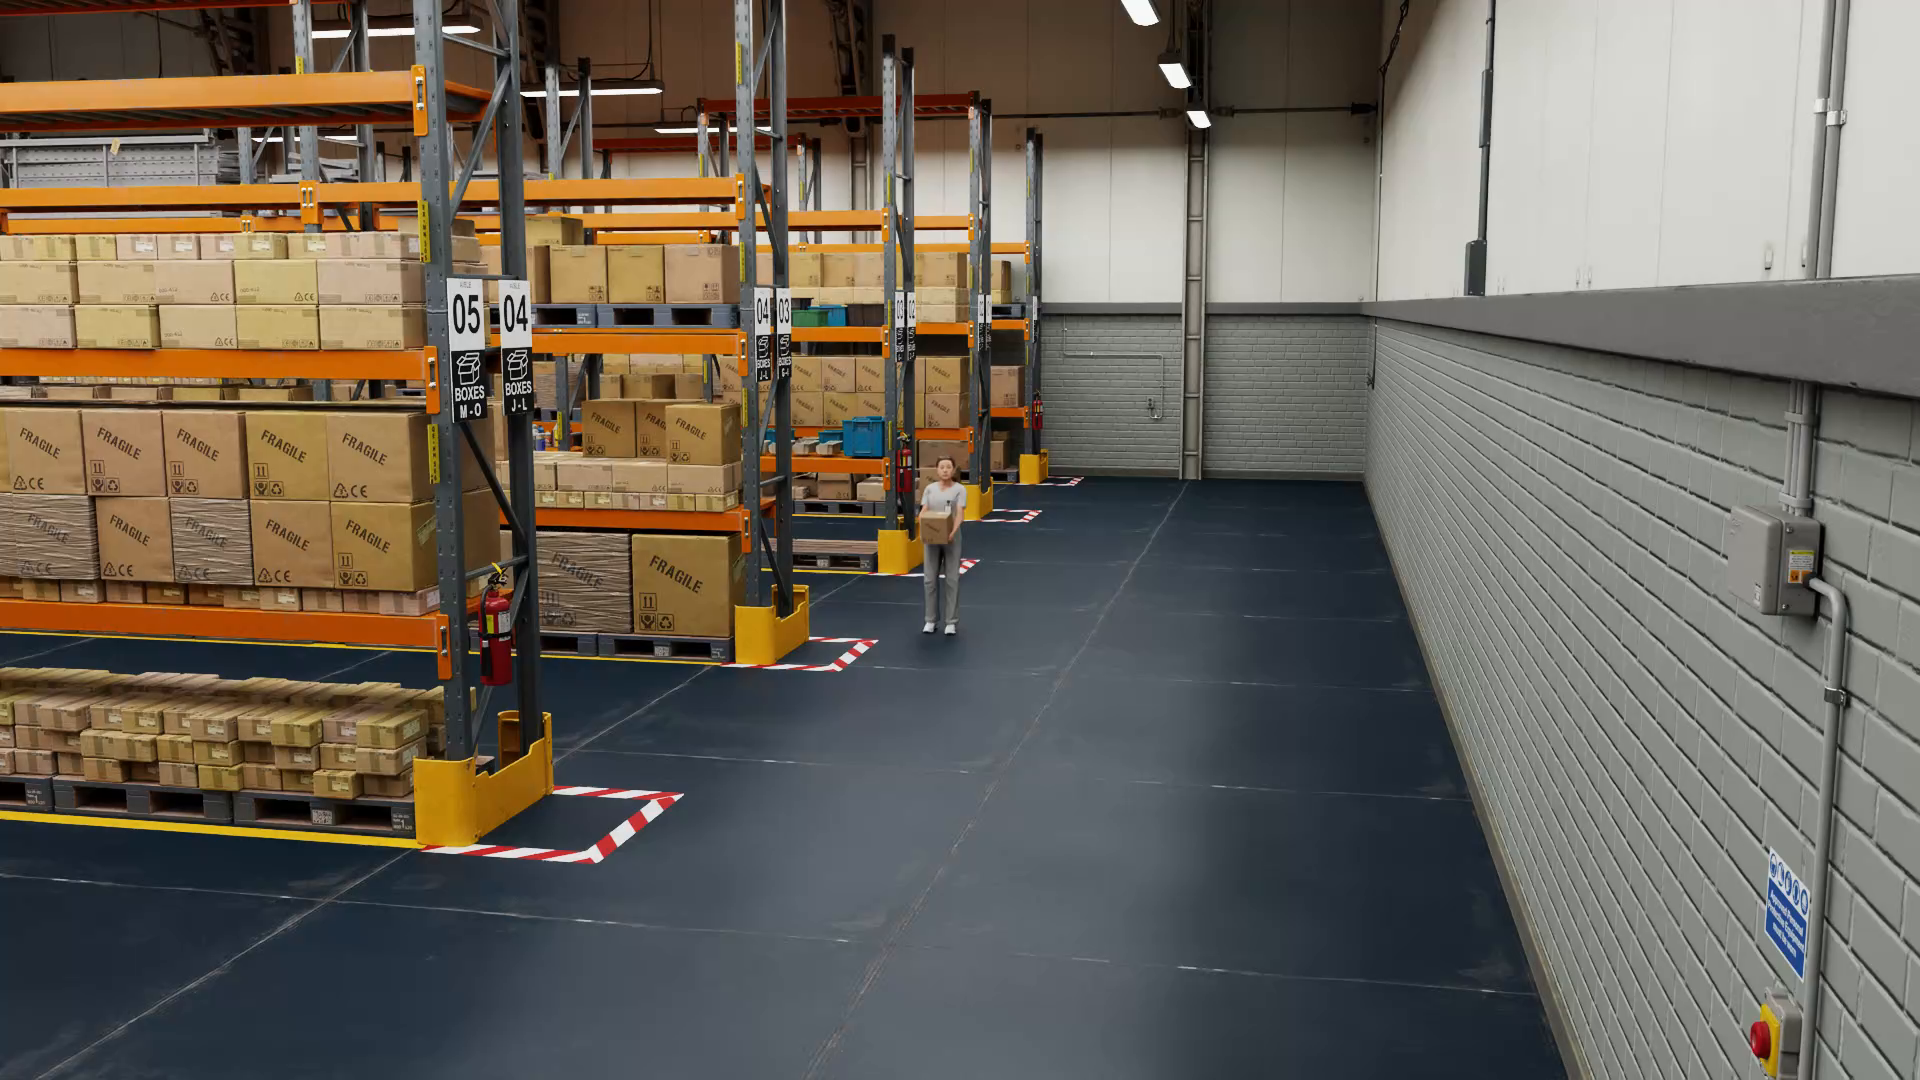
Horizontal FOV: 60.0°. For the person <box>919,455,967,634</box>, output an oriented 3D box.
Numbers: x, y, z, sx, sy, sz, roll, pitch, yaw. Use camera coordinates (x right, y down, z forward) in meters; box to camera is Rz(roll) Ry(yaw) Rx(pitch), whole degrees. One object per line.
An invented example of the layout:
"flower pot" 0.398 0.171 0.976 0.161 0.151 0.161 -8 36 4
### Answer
"person" -0.169 0.044 15.572 0.436 1.660 0.540 2 8 12
